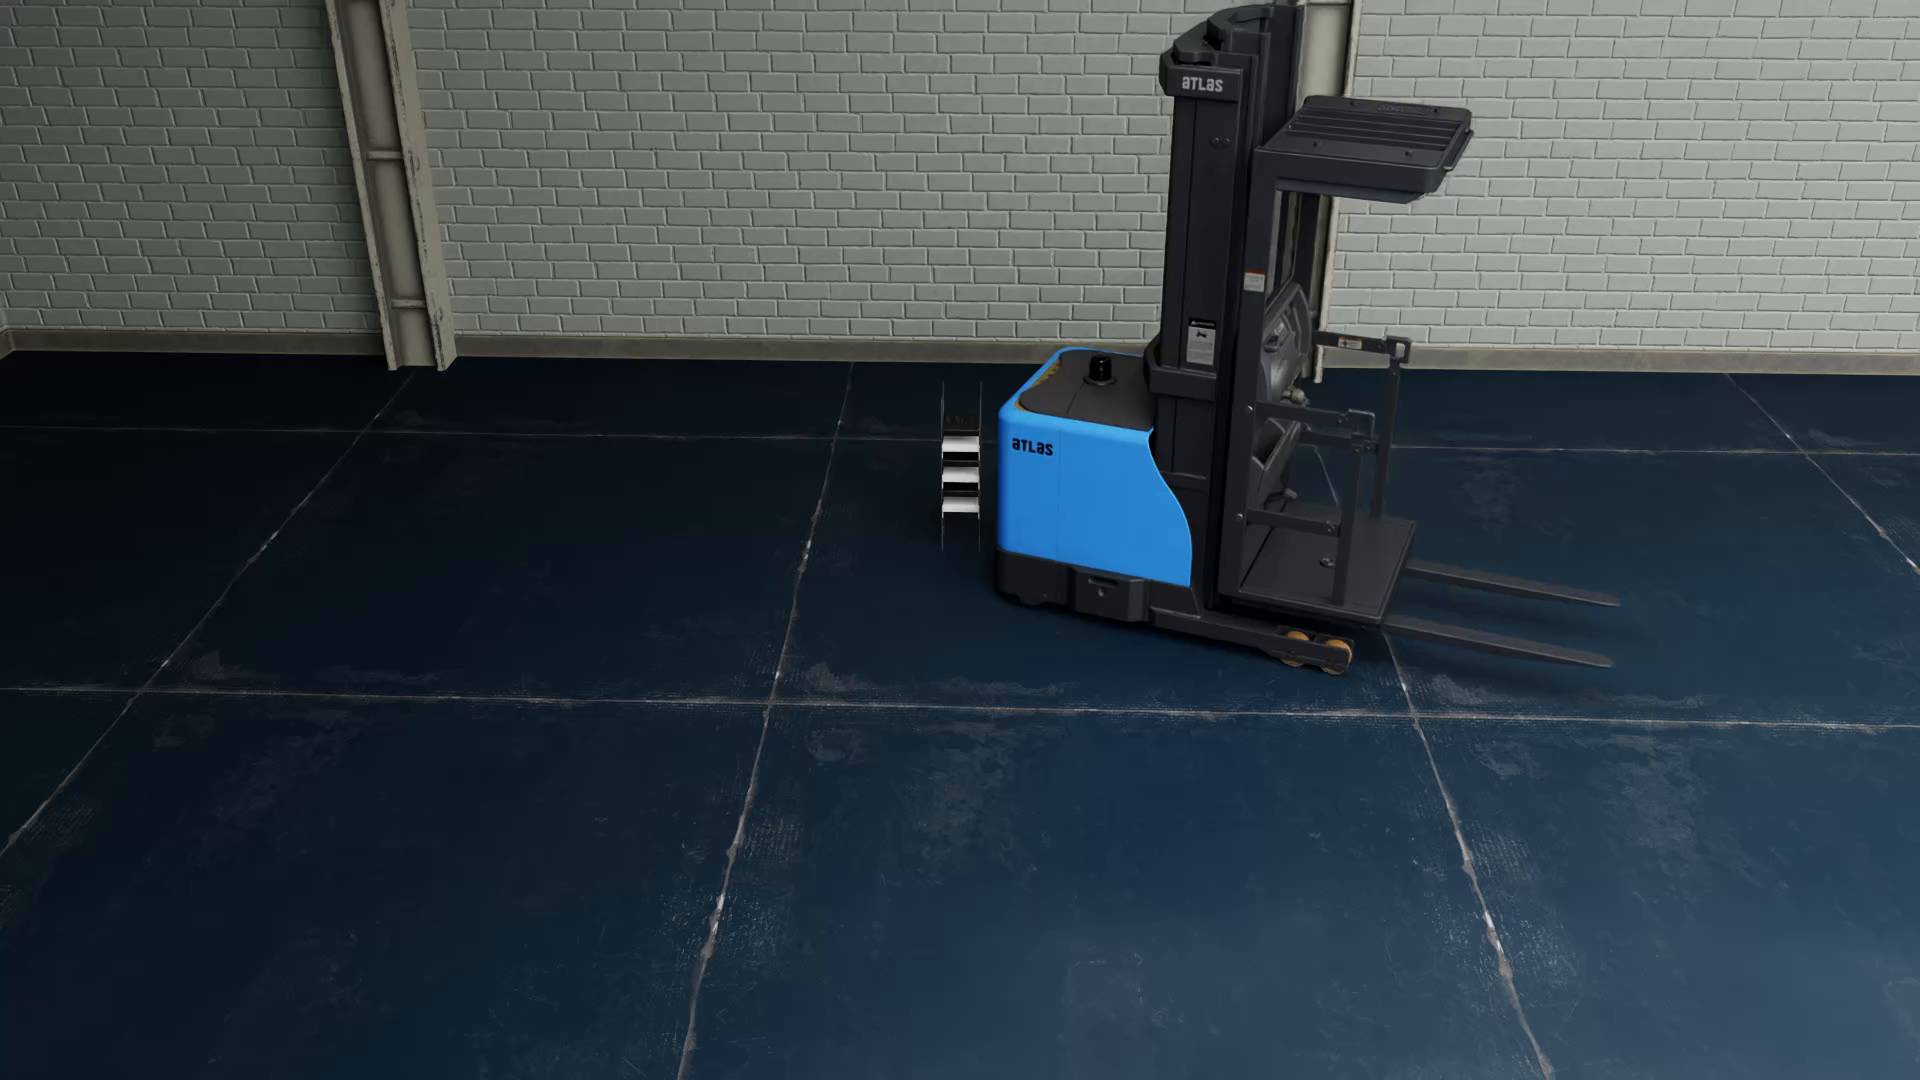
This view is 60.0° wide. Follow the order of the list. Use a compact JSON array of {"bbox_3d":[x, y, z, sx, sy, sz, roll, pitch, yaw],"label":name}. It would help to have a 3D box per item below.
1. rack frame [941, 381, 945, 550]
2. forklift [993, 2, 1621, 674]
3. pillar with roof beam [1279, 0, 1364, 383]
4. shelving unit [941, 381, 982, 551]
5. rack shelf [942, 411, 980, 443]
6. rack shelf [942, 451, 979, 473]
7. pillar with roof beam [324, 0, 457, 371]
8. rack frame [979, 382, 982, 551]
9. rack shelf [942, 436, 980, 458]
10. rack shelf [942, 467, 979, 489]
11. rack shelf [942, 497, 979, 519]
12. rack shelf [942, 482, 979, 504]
[{"bbox_3d":[-0.094,-0.399,9.042,0.006,0.900,0.240,1,28,2],"label":"rack frame"},{"bbox_3d":[1.739,-0.930,7.874,3.031,2.935,1.130,11,30,20],"label":"forklift"},{"bbox_3d":[2.105,-3.102,5.493,0.400,9.000,9.100,1,28,2],"label":"pillar with roof beam"},{"bbox_3d":[0.008,-0.397,9.039,0.210,0.900,0.258,1,28,2],"label":"shelving unit"},{"bbox_3d":[0.008,-0.607,8.928,0.200,0.077,0.258,1,28,2],"label":"rack shelf"},{"bbox_3d":[0.008,-0.448,9.012,0.200,0.077,0.258,1,28,2],"label":"rack shelf"},{"bbox_3d":[-3.892,-3.201,5.680,0.400,9.000,9.100,1,28,2],"label":"pillar with roof beam"},{"bbox_3d":[0.110,-0.396,9.036,0.006,0.900,0.240,1,28,2],"label":"rack frame"},{"bbox_3d":[0.008,-0.527,8.970,0.200,0.077,0.258,1,28,2],"label":"rack shelf"},{"bbox_3d":[0.008,-0.368,9.055,0.200,0.077,0.258,1,28,2],"label":"rack shelf"},{"bbox_3d":[0.008,-0.209,9.139,0.200,0.077,0.258,1,28,2],"label":"rack shelf"},{"bbox_3d":[0.008,-0.288,9.097,0.200,0.077,0.258,1,28,2],"label":"rack shelf"}]
